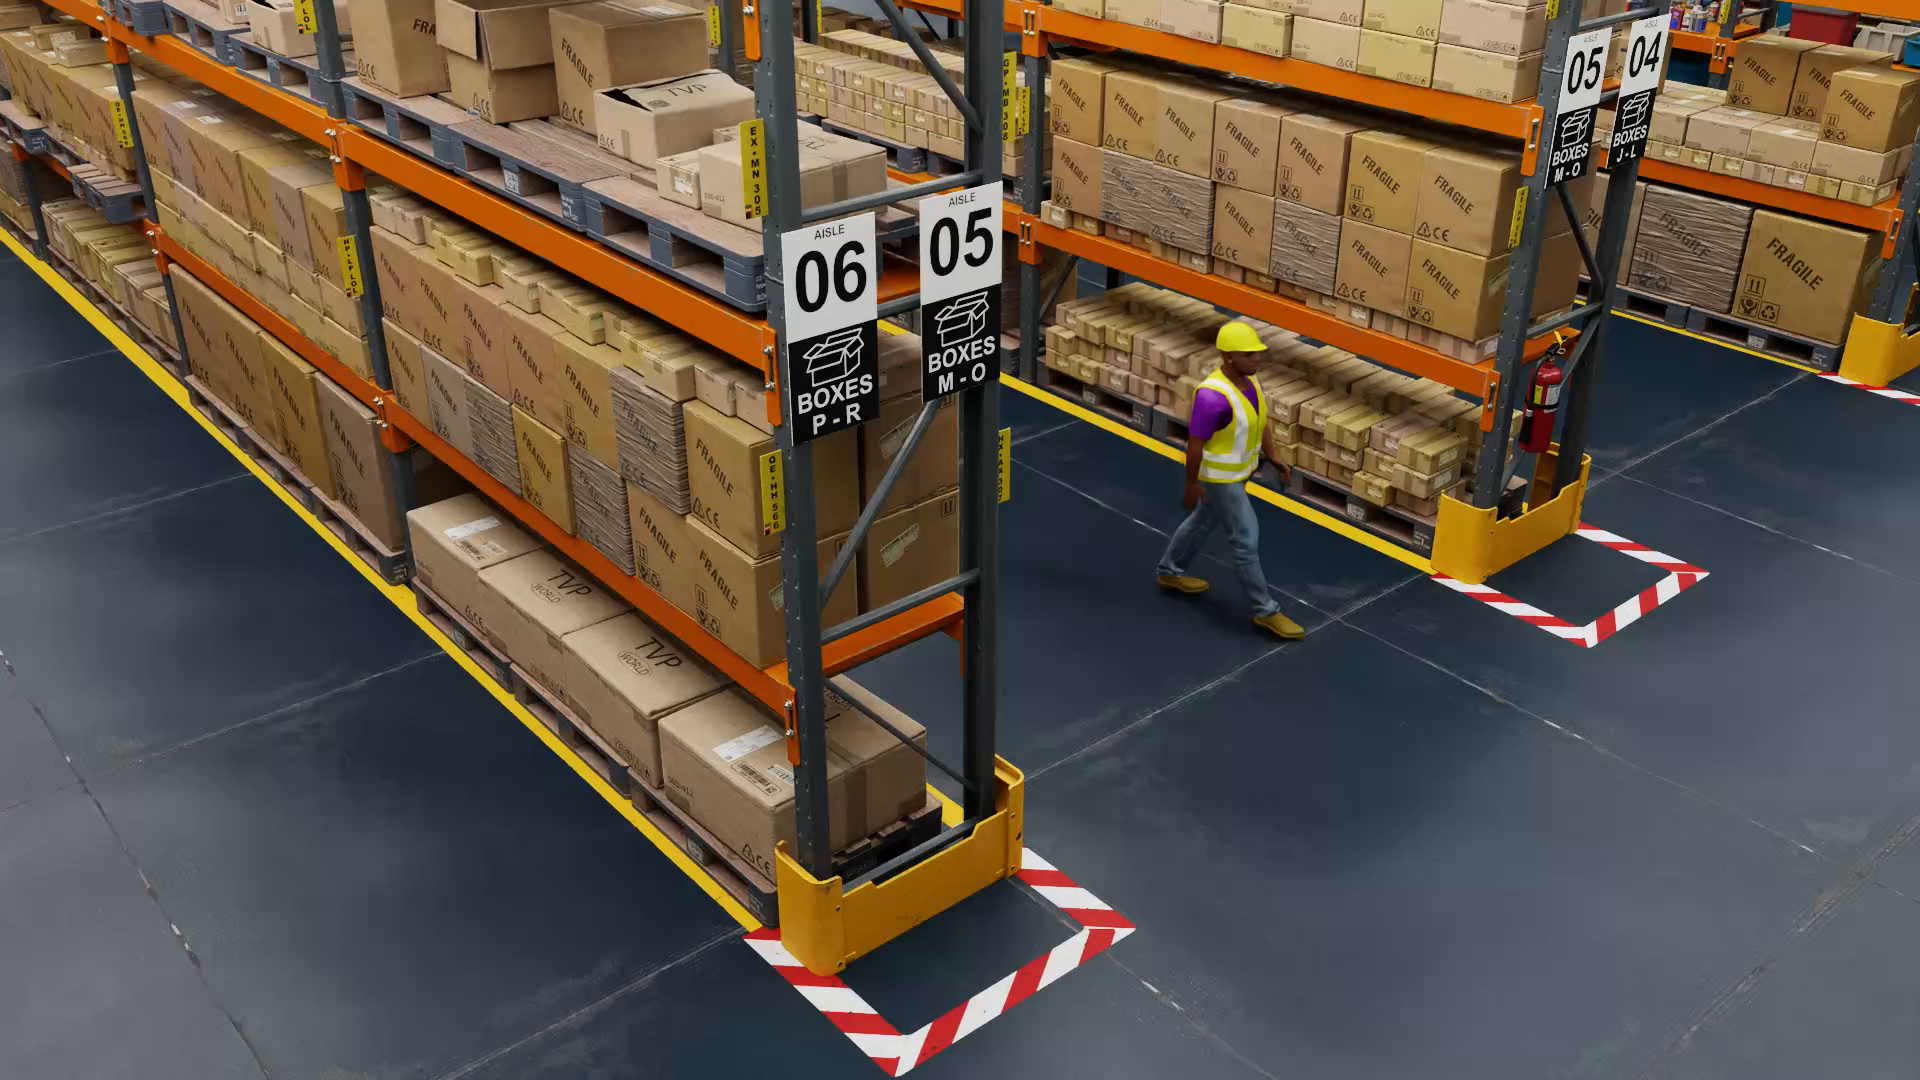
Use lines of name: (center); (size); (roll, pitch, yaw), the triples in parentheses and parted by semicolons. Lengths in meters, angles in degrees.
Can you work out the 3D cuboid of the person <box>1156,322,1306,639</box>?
person: (1.581, -0.377, 9.268); (0.980, 1.722, 0.583); (15, 32, 26)
